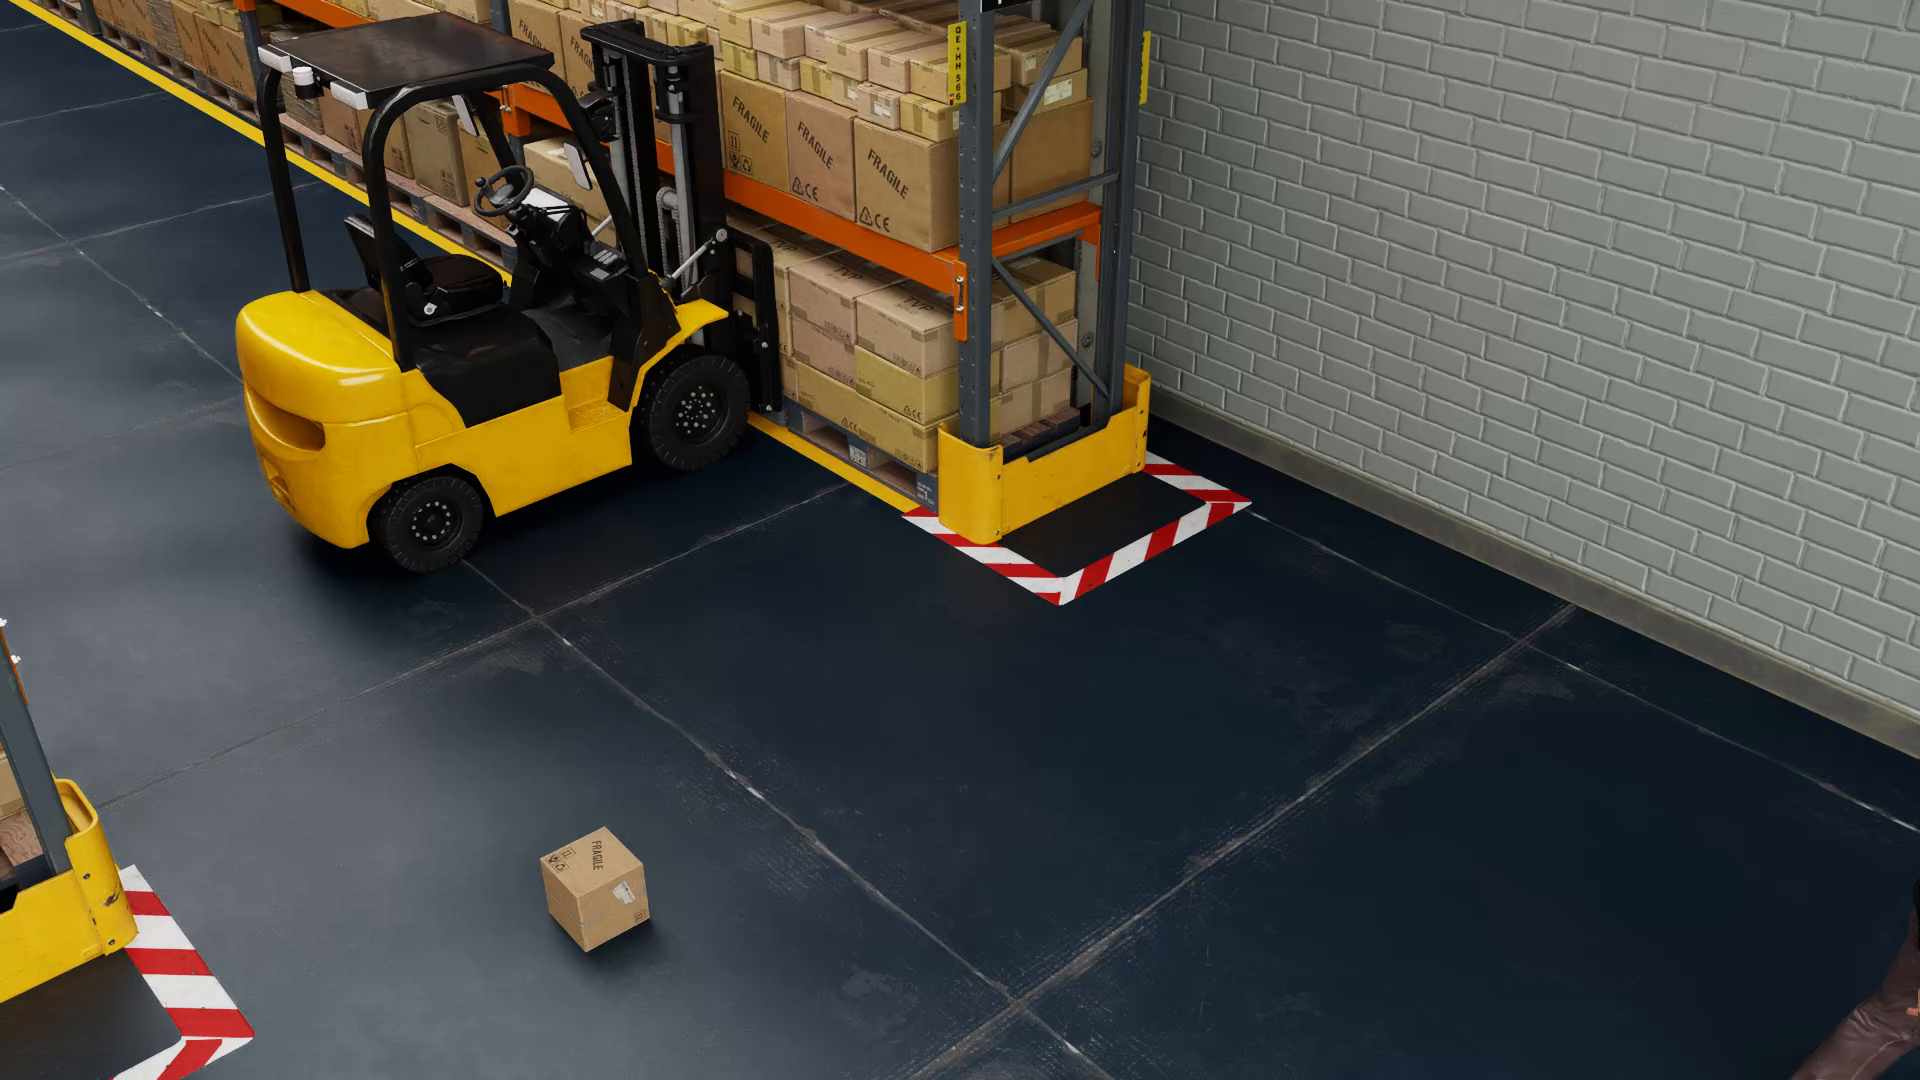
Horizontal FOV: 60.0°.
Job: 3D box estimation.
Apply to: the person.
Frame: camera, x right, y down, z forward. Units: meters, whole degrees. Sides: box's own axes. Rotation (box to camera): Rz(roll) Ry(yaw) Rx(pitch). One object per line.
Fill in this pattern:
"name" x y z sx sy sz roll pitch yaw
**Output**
"person" 2.800 1.093 4.376 0.828 1.725 0.549 11 33 17
